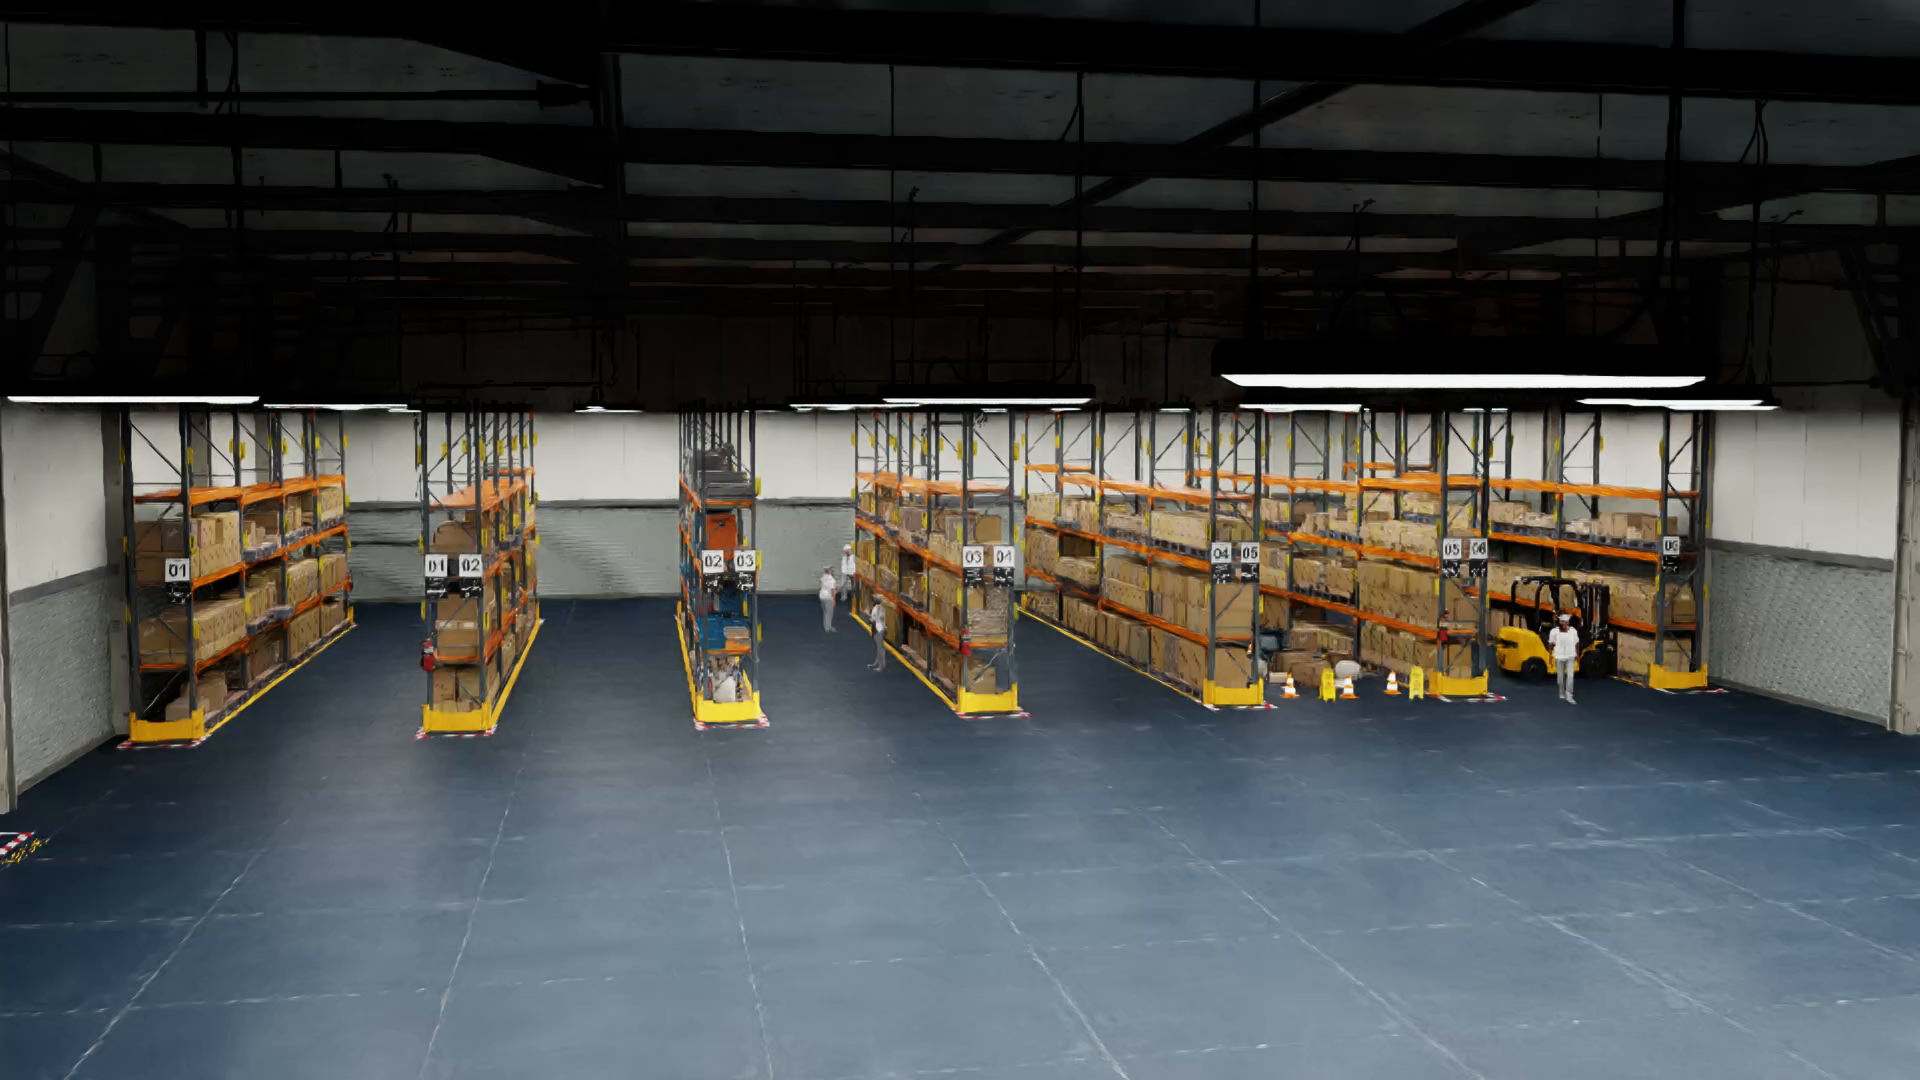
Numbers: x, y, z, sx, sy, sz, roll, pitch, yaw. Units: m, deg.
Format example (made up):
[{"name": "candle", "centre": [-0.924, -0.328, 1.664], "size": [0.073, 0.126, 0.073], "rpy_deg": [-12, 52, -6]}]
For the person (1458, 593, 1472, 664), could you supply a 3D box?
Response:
[{"name": "person", "centre": [11.470, 2.043, 37.738], "size": [0.377, 1.681, 0.591], "rpy_deg": [2, 5, 25]}]

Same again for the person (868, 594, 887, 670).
[{"name": "person", "centre": [-1.856, 2.061, 37.342], "size": [0.517, 1.665, 0.557], "rpy_deg": [1, 5, 19]}]

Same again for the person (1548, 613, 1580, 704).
[{"name": "person", "centre": [12.080, 2.354, 33.257], "size": [0.608, 1.798, 0.597], "rpy_deg": [2, 5, 21]}]

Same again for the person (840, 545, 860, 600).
[{"name": "person", "centre": [-3.411, 0.988, 51.424], "size": [0.568, 1.720, 0.939], "rpy_deg": [1, 4, 8]}]

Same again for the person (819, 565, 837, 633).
[{"name": "person", "centre": [-3.422, 1.542, 43.660], "size": [0.519, 1.773, 0.701], "rpy_deg": [-3, 6, -39]}]
